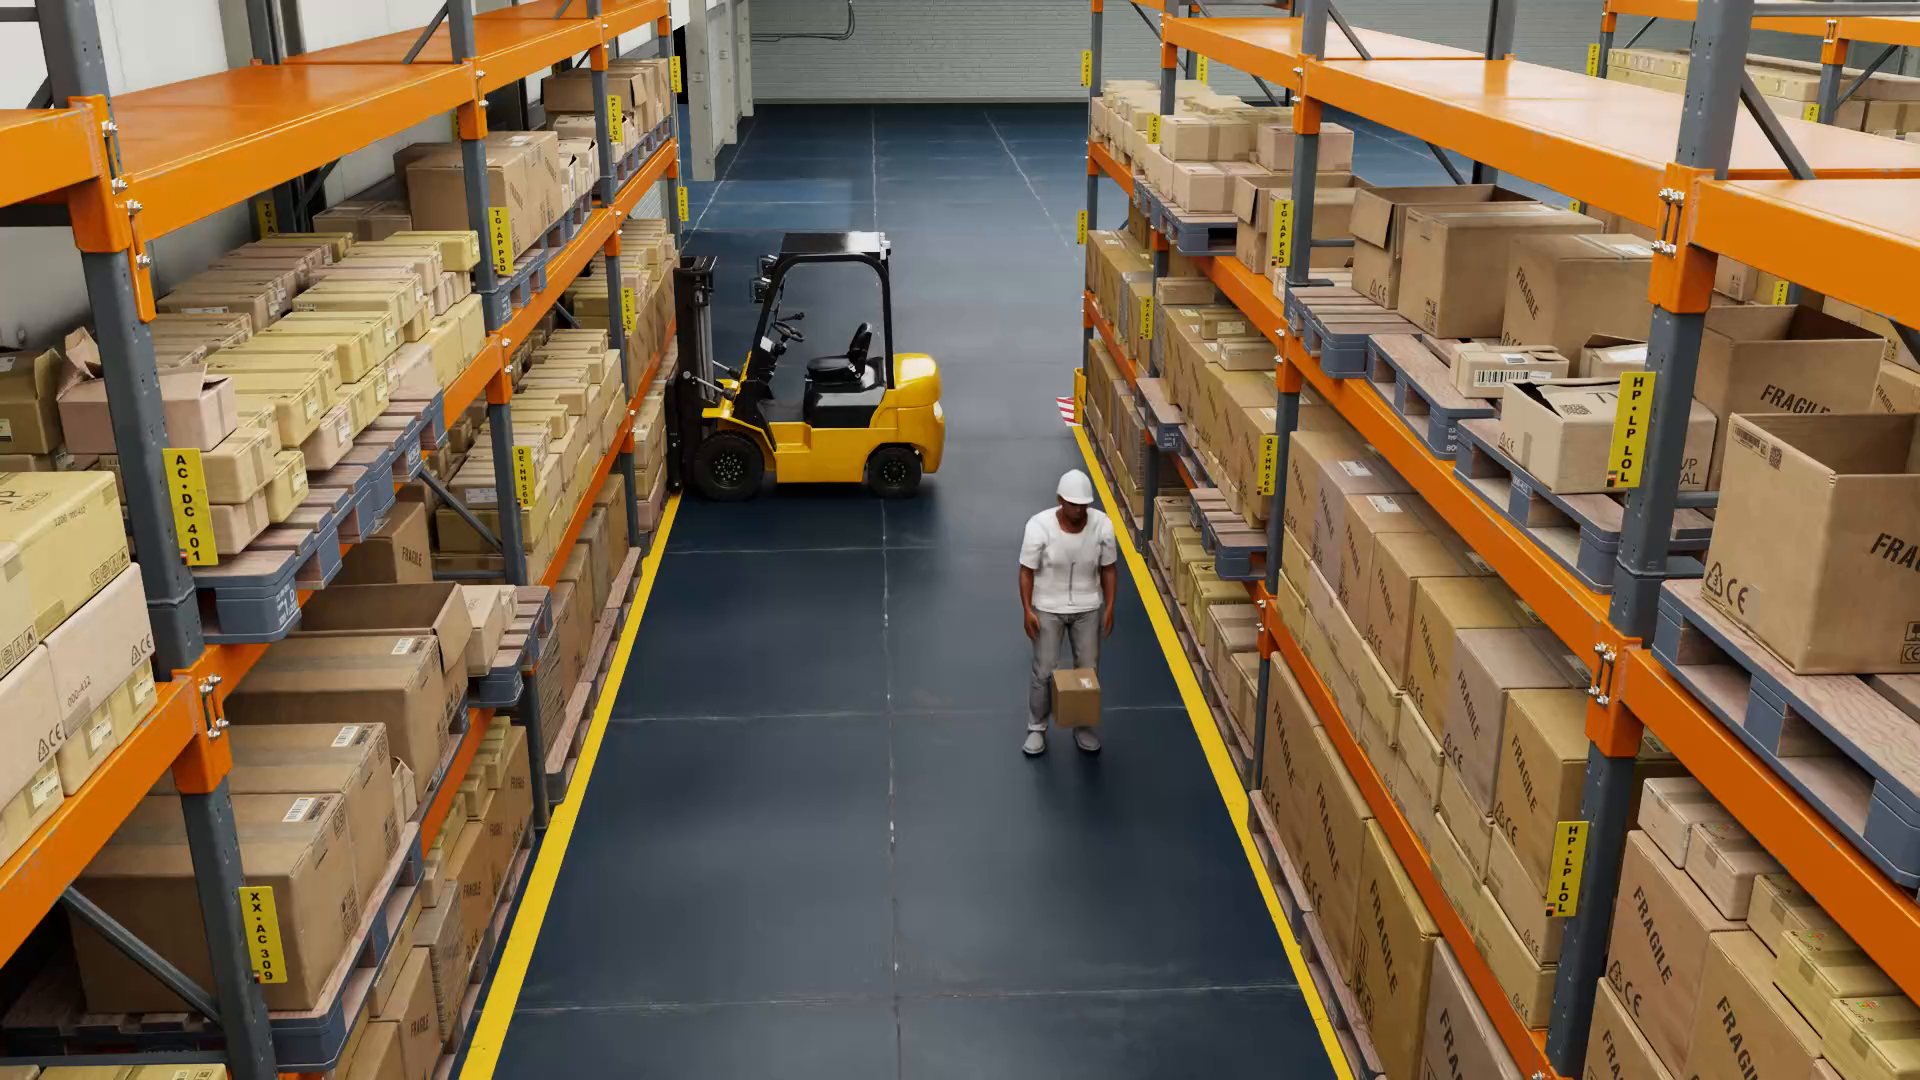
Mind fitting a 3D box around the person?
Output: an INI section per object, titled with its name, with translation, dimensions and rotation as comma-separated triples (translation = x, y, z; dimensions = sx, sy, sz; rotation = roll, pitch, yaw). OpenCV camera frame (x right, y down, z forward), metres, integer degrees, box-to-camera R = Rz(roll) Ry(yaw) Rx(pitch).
[person]
translation = 0.645, 0.414, 9.923
dimensions = 0.595, 1.764, 0.435
rotation = -2, 20, -6
